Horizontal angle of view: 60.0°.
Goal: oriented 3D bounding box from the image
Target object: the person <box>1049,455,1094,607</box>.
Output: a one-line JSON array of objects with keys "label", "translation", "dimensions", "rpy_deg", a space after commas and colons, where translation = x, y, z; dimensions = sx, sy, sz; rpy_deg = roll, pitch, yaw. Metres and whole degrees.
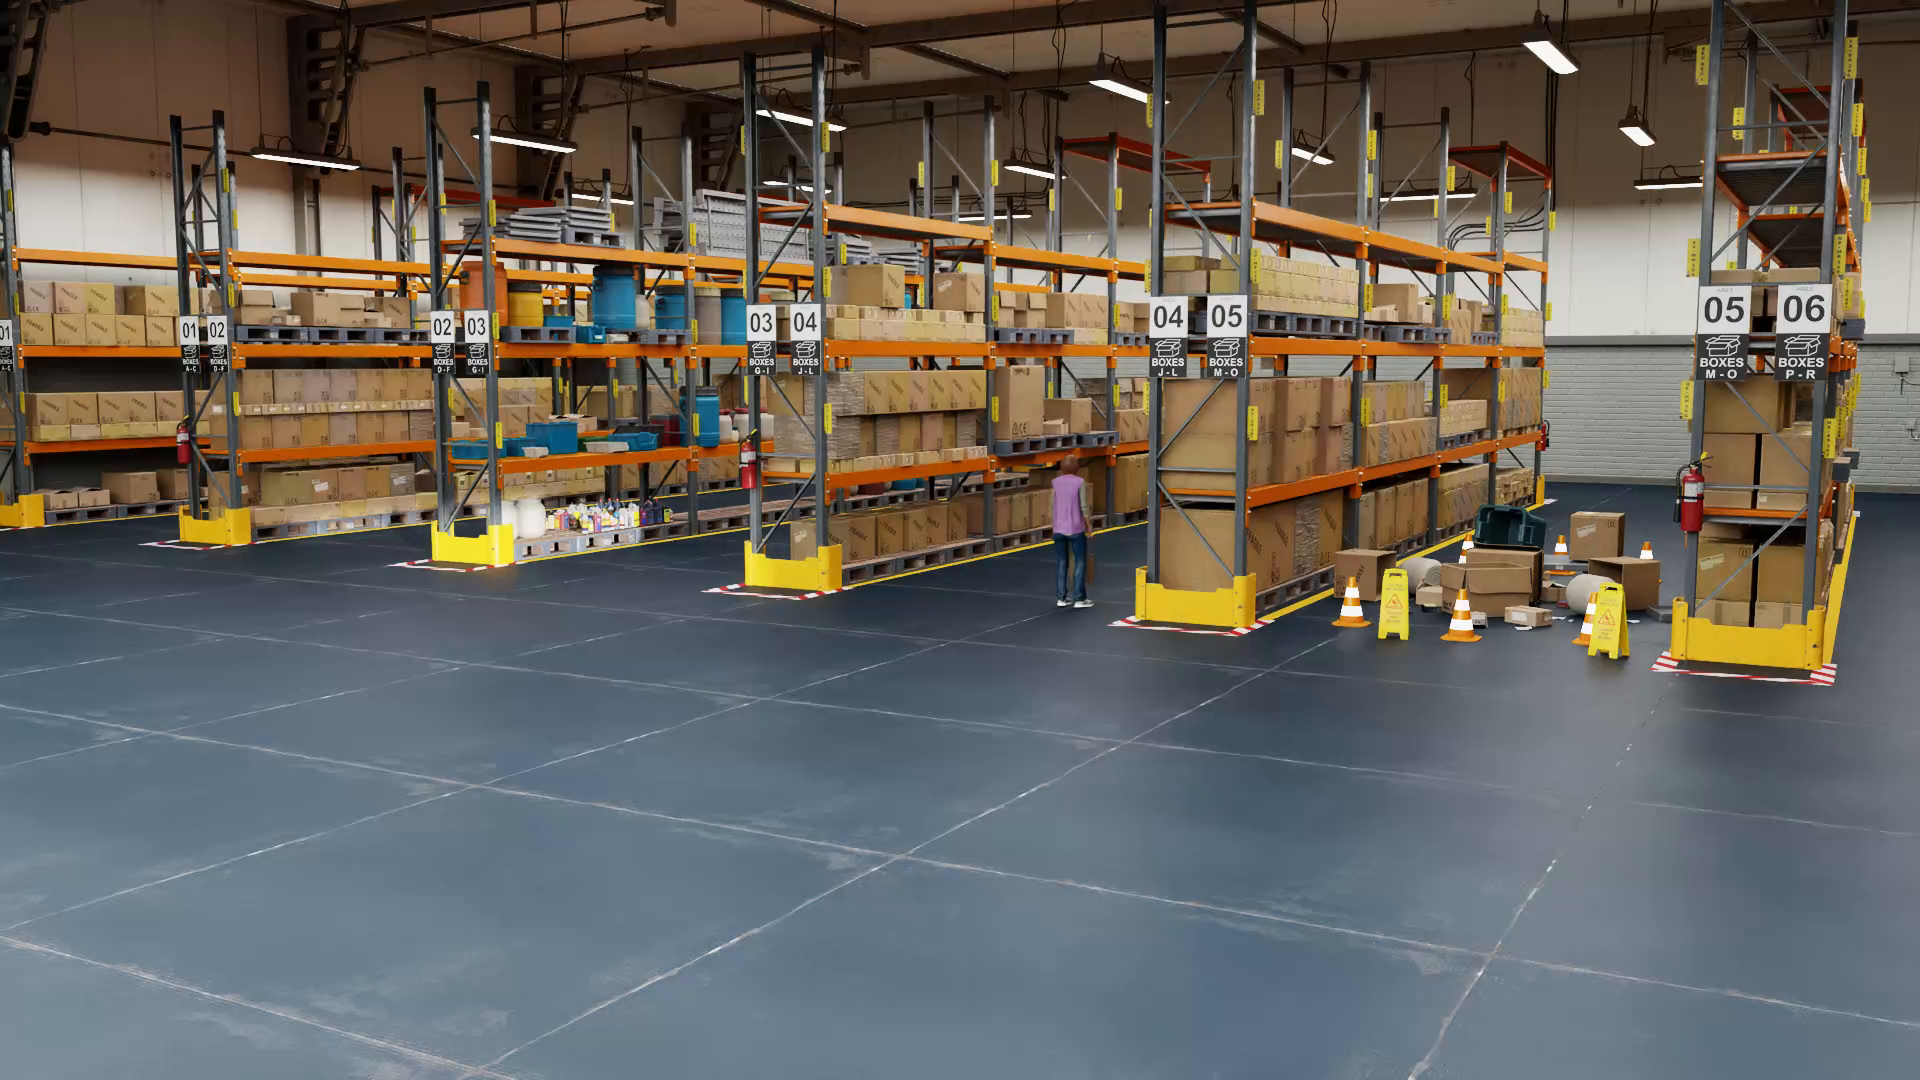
[{"label": "person", "translation": [1.156, -0.093, 17.418], "dimensions": [0.455, 1.596, 0.373], "rpy_deg": [3, 7, 27]}]
